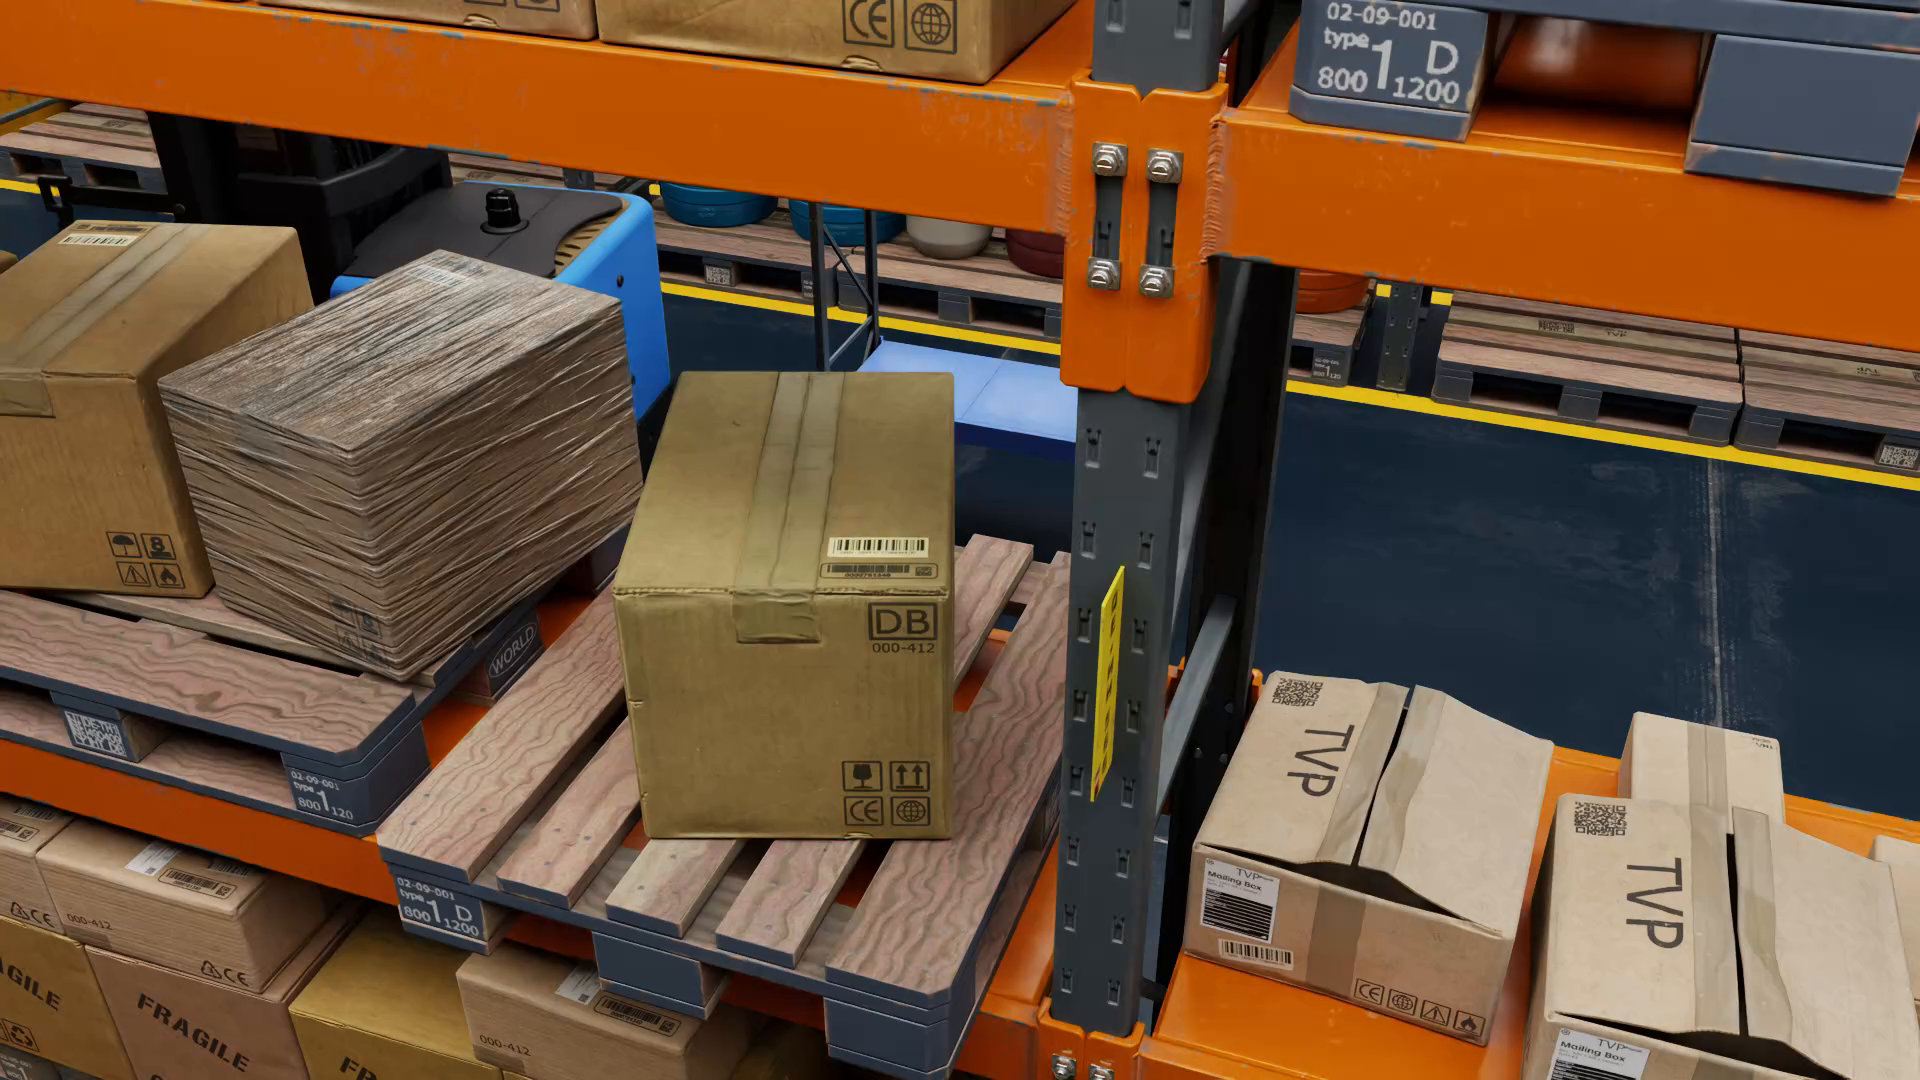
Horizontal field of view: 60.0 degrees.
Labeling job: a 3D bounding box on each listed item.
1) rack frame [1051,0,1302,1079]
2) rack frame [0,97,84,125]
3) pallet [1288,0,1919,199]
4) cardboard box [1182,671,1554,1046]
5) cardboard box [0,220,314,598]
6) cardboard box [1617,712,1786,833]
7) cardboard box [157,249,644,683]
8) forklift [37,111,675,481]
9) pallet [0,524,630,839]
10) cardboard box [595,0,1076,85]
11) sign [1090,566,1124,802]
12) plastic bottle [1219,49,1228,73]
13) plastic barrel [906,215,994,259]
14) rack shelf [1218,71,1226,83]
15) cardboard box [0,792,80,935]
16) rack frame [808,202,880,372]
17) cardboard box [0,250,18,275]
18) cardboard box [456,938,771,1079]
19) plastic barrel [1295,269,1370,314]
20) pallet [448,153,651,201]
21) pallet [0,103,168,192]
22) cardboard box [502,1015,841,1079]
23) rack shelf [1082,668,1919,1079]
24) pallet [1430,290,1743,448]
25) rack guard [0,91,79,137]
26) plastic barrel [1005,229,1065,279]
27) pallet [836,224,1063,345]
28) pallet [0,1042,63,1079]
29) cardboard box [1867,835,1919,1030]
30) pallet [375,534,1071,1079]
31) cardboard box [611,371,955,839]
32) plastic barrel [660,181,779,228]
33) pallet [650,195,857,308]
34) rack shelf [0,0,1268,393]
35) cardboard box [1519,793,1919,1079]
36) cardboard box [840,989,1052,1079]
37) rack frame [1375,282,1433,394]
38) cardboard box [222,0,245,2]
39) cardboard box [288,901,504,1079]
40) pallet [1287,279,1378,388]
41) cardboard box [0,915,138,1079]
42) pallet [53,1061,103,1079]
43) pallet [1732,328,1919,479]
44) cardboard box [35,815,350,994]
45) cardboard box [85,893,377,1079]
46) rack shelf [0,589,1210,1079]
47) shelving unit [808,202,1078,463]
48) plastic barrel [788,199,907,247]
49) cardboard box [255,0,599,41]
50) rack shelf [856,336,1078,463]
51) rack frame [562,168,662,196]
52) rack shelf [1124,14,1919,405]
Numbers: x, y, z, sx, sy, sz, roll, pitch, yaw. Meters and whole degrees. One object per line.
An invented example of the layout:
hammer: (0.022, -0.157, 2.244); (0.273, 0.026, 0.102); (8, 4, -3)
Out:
rack frame: (0.368, 0.368, 2.914); (0.053, 2.616, 0.949); (11, 34, 16)
rack frame: (-5.487, -3.626, 9.100); (0.127, 3.000, 1.000); (11, 34, 16)
pallet: (1.038, -0.736, 2.033); (1.003, 0.211, 1.213); (13, 35, 19)
cardboard box: (0.697, 0.493, 2.803); (0.500, 0.311, 0.500); (13, 35, 19)
cardboard box: (-1.713, -0.292, 3.457); (0.500, 0.500, 0.700); (3, 33, 4)
cardboard box: (1.309, 0.496, 2.948); (0.250, 0.149, 0.380); (11, 34, 16)
cardboard box: (-1.058, -0.174, 3.275); (0.500, 0.500, 0.700); (18, 37, 25)
forklift: (-2.718, -1.557, 5.959); (3.031, 2.935, 1.130); (7, 33, 10)
pallet: (-1.463, 0.094, 3.516); (1.213, 0.211, 1.003); (11, 34, 16)
cardboard box: (-0.053, -0.998, 2.173); (0.500, 0.500, 0.910); (11, 34, 16)
sign: (0.195, 0.192, 2.192); (0.005, 0.325, 0.100); (11, 34, 16)
plastic bottle: (1.107, -2.025, 6.804); (0.097, 0.201, 0.097); (0, 33, 0)
plastic barrel: (-0.048, -1.638, 7.928); (0.421, 0.512, 0.421); (0, 33, 0)
rack shelf: (0.161, -2.226, 7.595); (4.000, 0.370, 1.077); (11, 34, 16)
cardboard box: (-2.082, 0.581, 3.792); (0.500, 0.250, 0.500); (11, 34, 17)
rack frame: (-0.398, -0.708, 5.963); (0.032, 1.500, 0.500); (11, 34, 16)
cardboard box: (-2.357, -0.289, 3.453); (0.500, 0.500, 0.700); (17, 36, 24)
cardboard box: (-0.645, 0.858, 3.364); (0.500, 0.250, 0.500); (12, 35, 18)
plastic barrel: (1.577, -1.507, 7.433); (0.708, 0.830, 0.600); (11, 34, 16)
pallet: (-2.427, -1.837, 8.901); (1.213, 0.211, 1.003); (11, 34, 16)
pallet: (-4.724, -2.284, 9.592); (1.213, 0.211, 1.003); (11, 34, 16)
cardboard box: (-0.591, 1.181, 3.555); (0.500, 0.500, 0.500); (12, 35, 18)
rack shelf: (2.252, 1.035, 2.545); (4.000, 0.370, 1.077); (11, 34, 16)
pallet: (2.760, -0.829, 7.339); (1.213, 0.211, 1.003); (11, 34, 16)
rack guard: (-5.514, -2.573, 9.775); (0.348, 0.500, 1.175); (11, 34, 16)
plastic barrel: (0.514, -1.613, 7.818); (0.708, 0.588, 0.600); (11, 34, 16)
pallet: (0.143, -1.337, 8.127); (1.213, 0.211, 1.003); (11, 34, 16)
pallet: (-2.618, 0.936, 4.606); (1.213, 0.211, 1.003); (11, 34, 16)
cardboard box: (1.588, 0.677, 2.668); (0.250, 0.149, 0.380); (14, 35, 20)
pallet: (-0.293, 0.359, 3.105); (1.003, 0.211, 1.213); (11, 34, 16)
cardboard box: (-0.262, 0.091, 2.865); (0.500, 0.500, 0.700); (0, 33, 0)
plastic barrel: (-1.216, -2.080, 8.254); (0.708, 0.901, 0.600); (11, 34, 16)
pallet: (-1.010, -1.560, 8.471); (1.213, 0.211, 1.003); (11, 34, 16)
rack shelf: (-1.514, -0.957, 2.865); (4.000, 0.370, 1.077); (11, 34, 16)
cardboard box: (1.146, 0.667, 2.534); (0.500, 0.311, 0.500); (11, 34, 16)
cardboard box: (0.037, 1.003, 3.830); (0.500, 0.500, 0.500); (12, 35, 18)
rack frame: (2.044, -2.162, 6.833); (0.127, 3.000, 1.000); (11, 34, 16)
cardboard box: (-1.023, -1.187, 2.465); (0.500, 0.500, 0.910); (11, 34, 16)
cardboard box: (-1.078, 1.086, 3.702); (0.500, 0.500, 0.500); (10, 34, 15)
pallet: (1.287, -1.113, 7.780); (1.213, 0.211, 1.003); (11, 34, 16)
cardboard box: (-2.050, 0.900, 3.989); (0.500, 0.500, 0.500); (11, 35, 17)
pallet: (-1.466, 1.158, 4.262); (1.213, 0.211, 1.003); (11, 34, 16)
pallet: (3.904, -0.605, 6.992); (1.213, 0.211, 1.003); (11, 34, 16)
cardboard box: (-1.610, 0.673, 3.651); (0.500, 0.250, 0.500); (10, 34, 16)
cardboard box: (-1.574, 0.993, 3.845); (0.500, 0.500, 0.500); (10, 34, 15)
rack shelf: (-1.514, 0.303, 3.679); (4.000, 0.370, 1.077); (11, 34, 16)
shelving unit: (0.080, -0.614, 5.819); (1.048, 1.500, 0.538); (11, 34, 16)
plastic barrel: (-0.549, -1.951, 8.054); (0.708, 0.901, 0.600); (11, 34, 16)
cardboard box: (-0.533, -1.091, 2.317); (0.500, 0.500, 0.910); (11, 34, 16)
rack shelf: (0.080, -0.463, 5.917); (1.000, 0.185, 0.538); (11, 34, 16)
rack frame: (-1.722, -2.894, 7.967); (0.127, 3.000, 1.000); (11, 34, 16)
rack shelf: (2.252, -0.225, 1.731); (4.000, 0.370, 1.077); (11, 34, 16)
